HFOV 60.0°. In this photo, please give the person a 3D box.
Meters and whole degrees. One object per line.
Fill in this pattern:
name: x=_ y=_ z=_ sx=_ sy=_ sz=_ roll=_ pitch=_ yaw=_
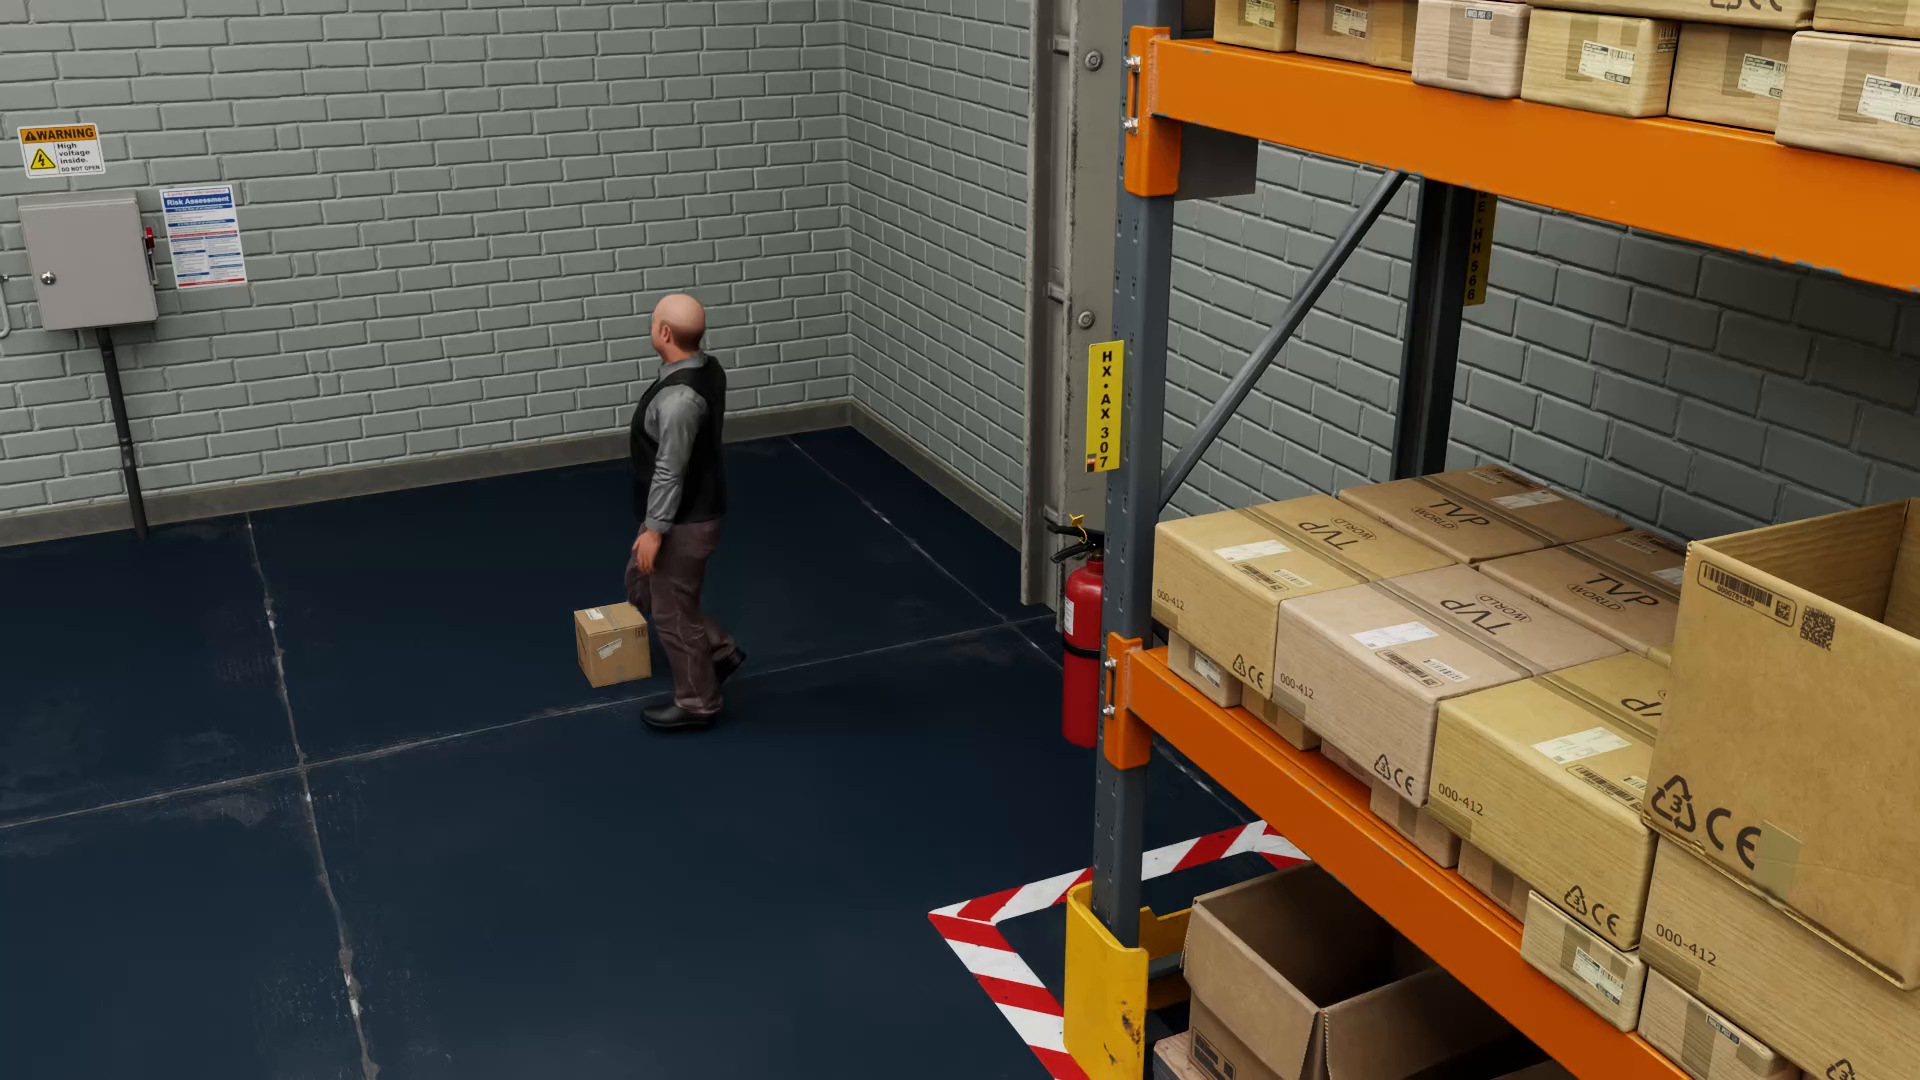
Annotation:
person: x=-1.077 y=-0.088 z=6.293 sx=0.468 sy=1.713 sz=0.551 roll=-1 pitch=22 yaw=-3
